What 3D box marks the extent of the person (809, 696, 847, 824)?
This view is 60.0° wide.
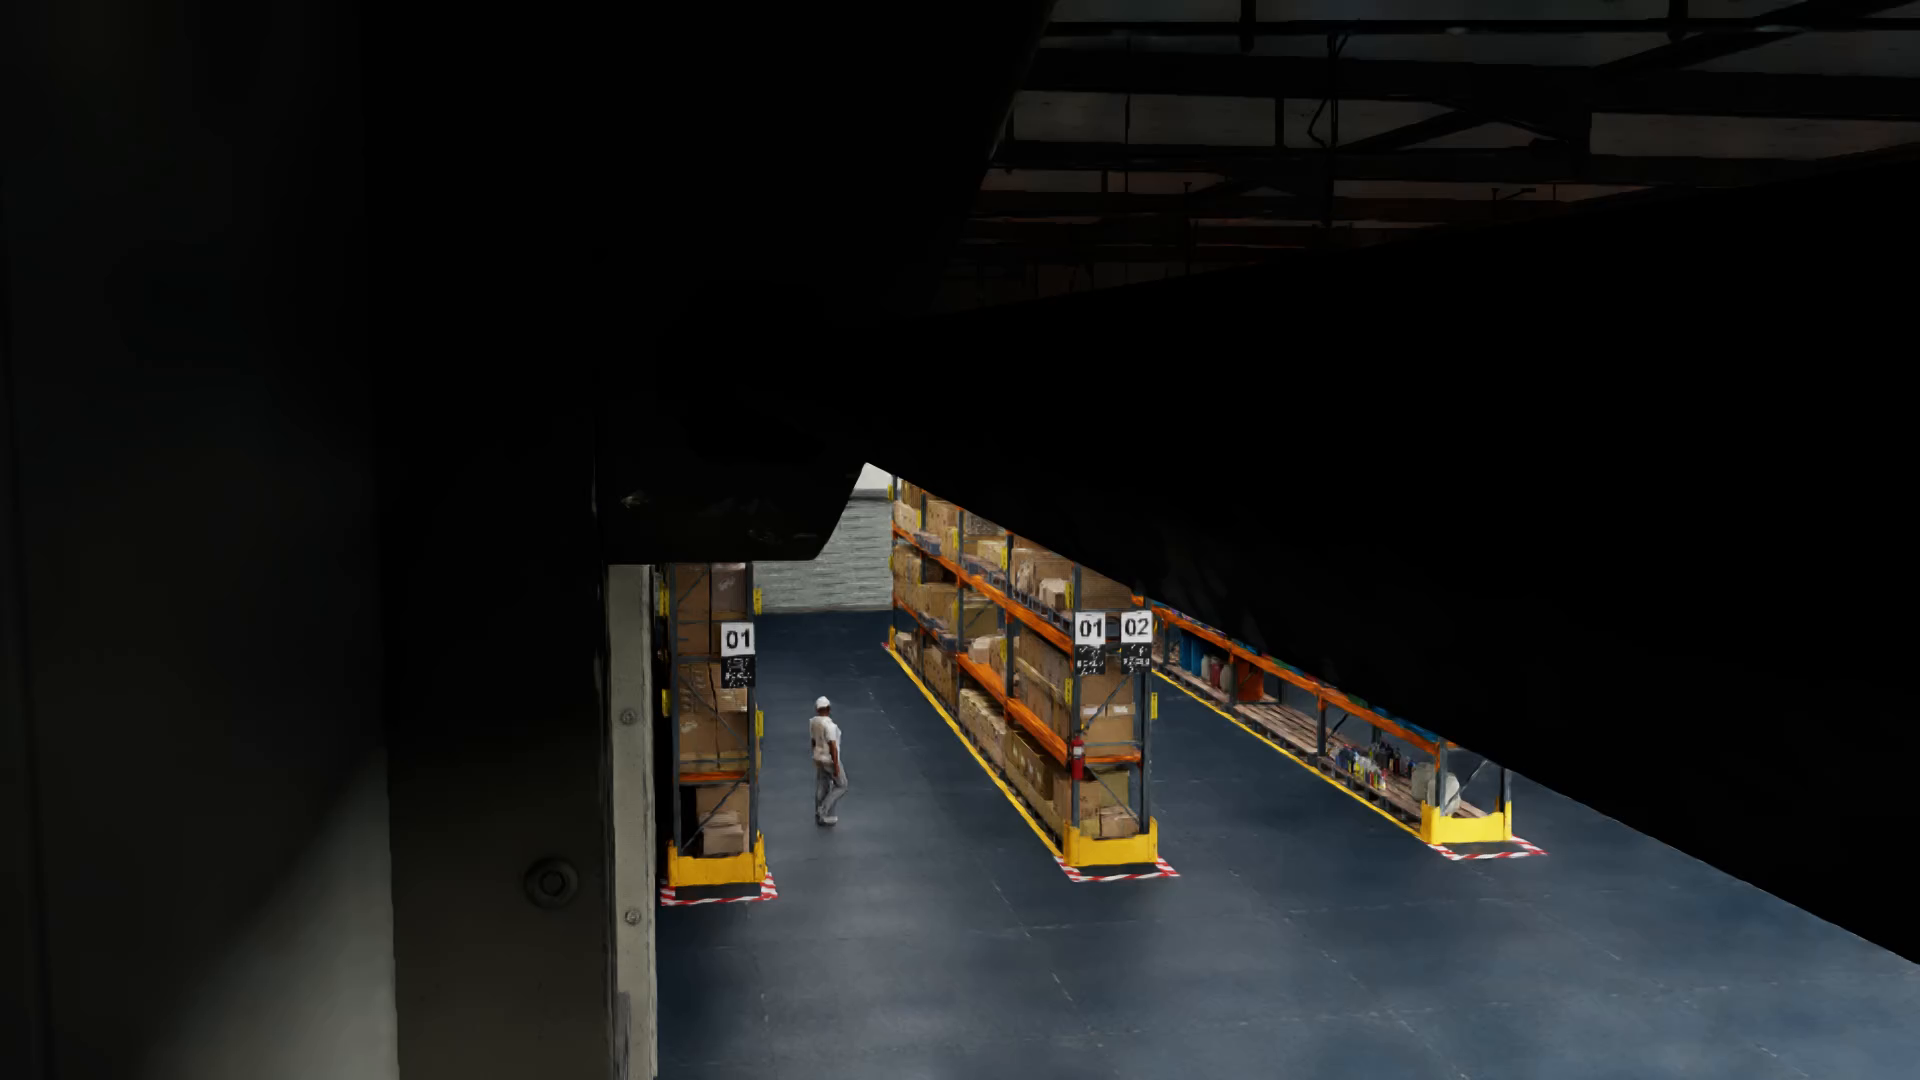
[{"bbox_3d":[-1.828,3.003,22.678,0.457,1.763,0.609,-5,8,-37],"label":"person"}]
